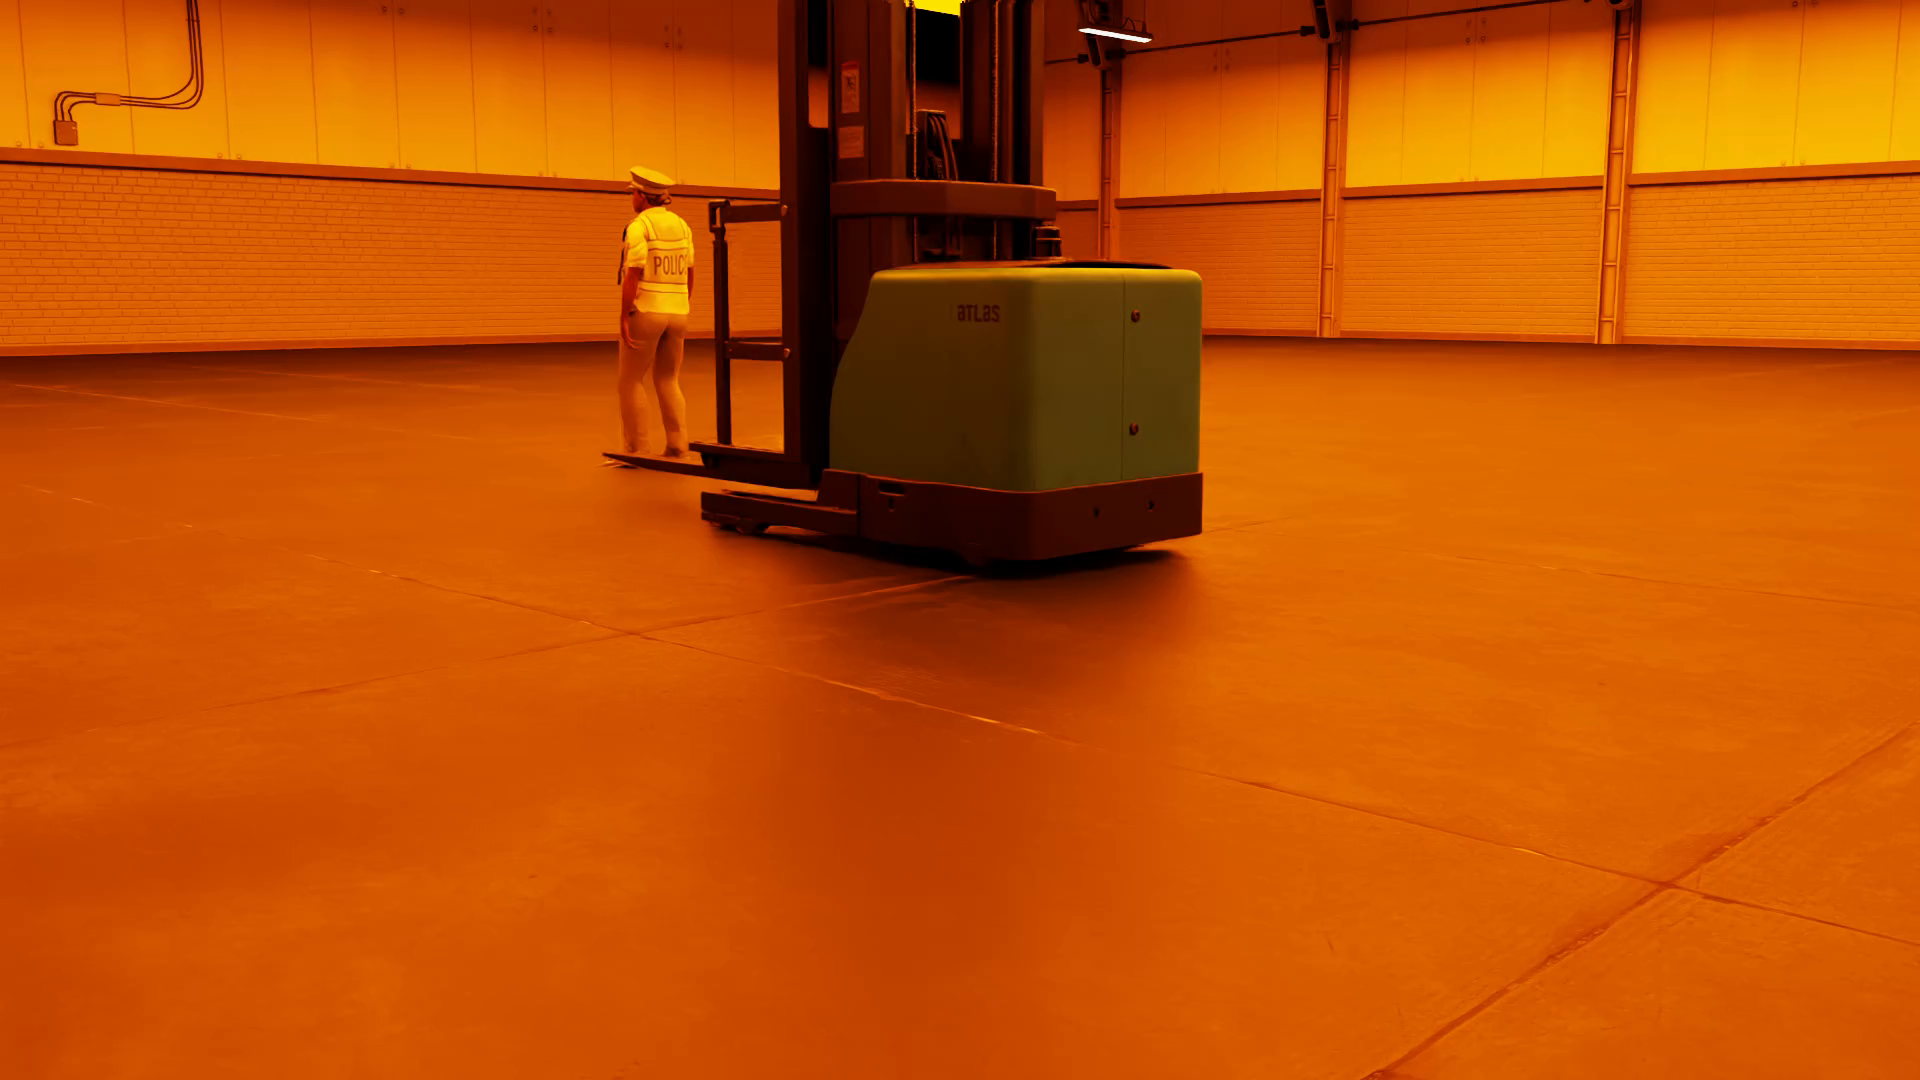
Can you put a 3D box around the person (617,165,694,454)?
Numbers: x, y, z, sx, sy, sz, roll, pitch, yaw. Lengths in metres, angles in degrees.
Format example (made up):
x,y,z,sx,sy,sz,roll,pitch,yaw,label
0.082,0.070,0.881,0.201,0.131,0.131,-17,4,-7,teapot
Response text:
x,y,z,sx,sy,sz,roll,pitch,yaw,label
-1.723,-1.291,9.396,0.350,1.617,0.489,6,11,37,person

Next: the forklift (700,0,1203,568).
x,y,z,sx,sy,sz,roll,pitch,yaw,label
-0.446,-1.517,6.946,1.130,2.935,3.031,-8,12,-43,forklift
